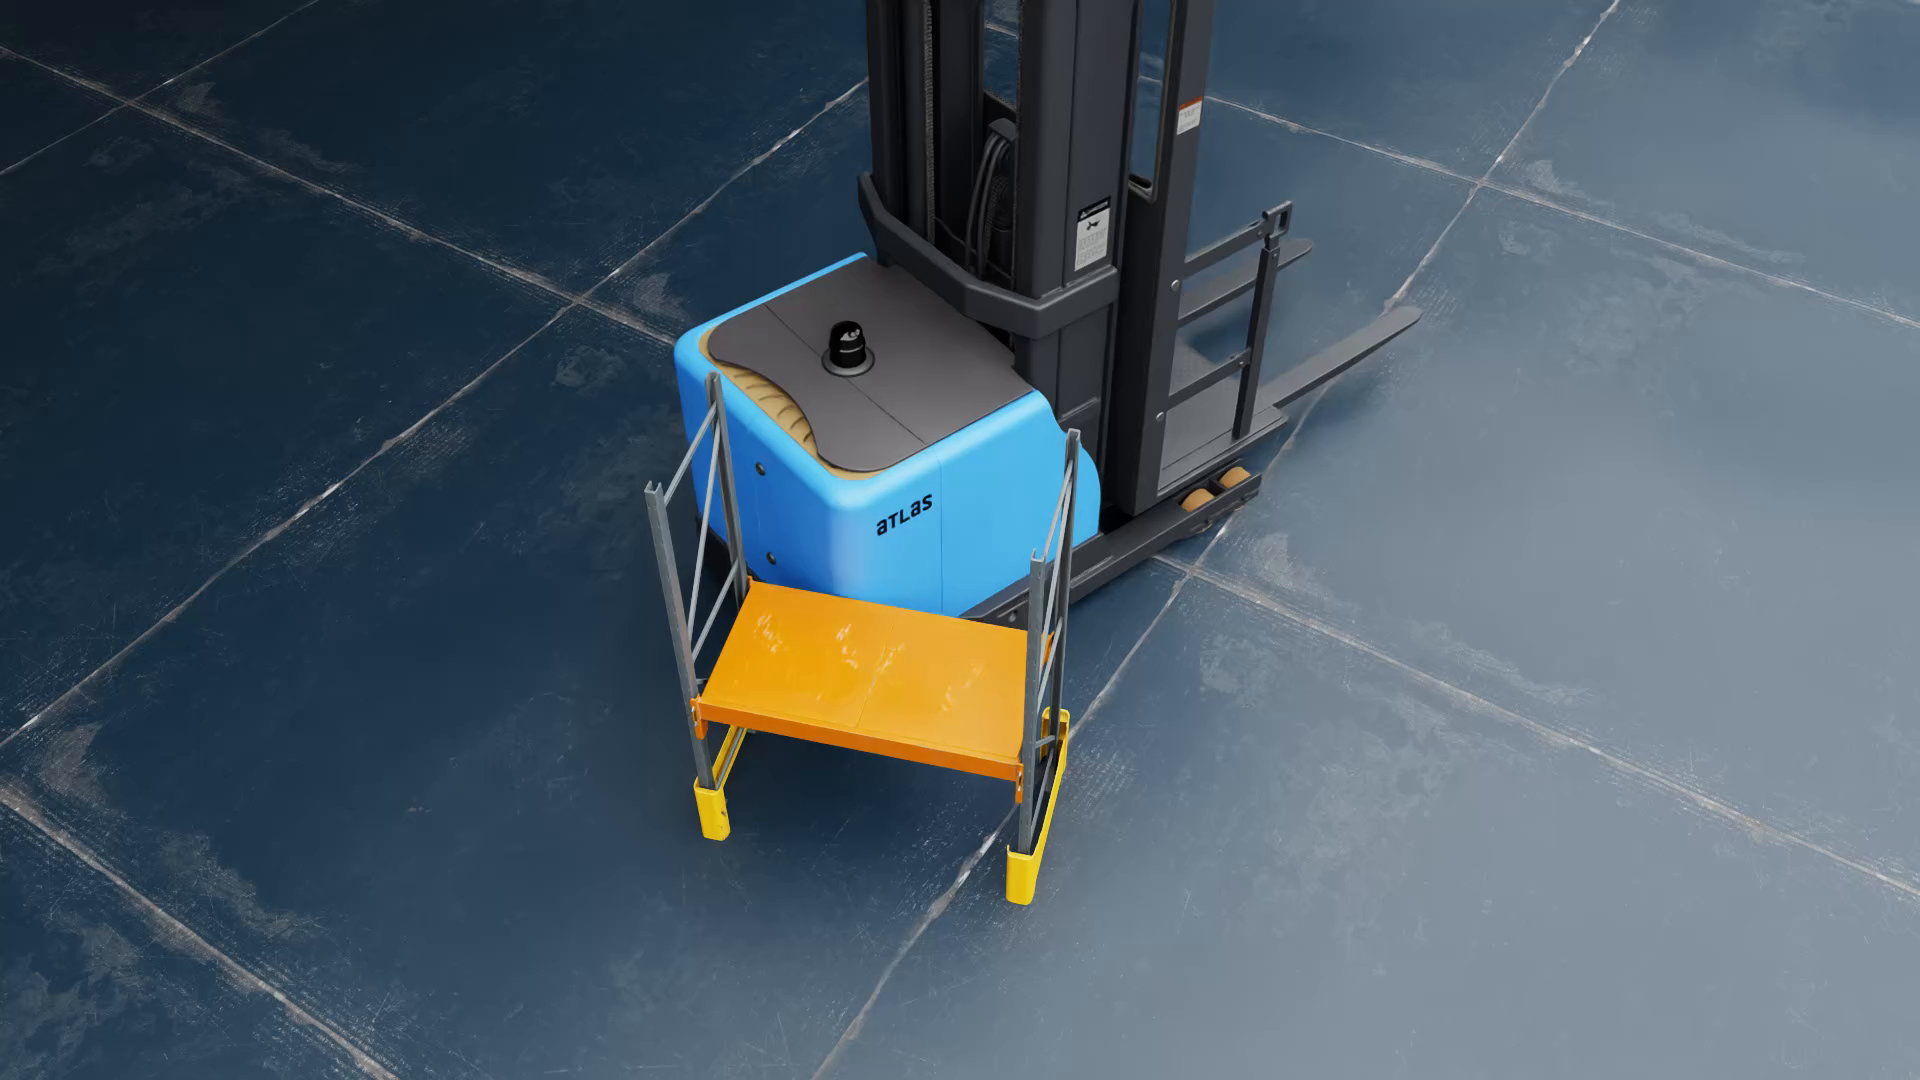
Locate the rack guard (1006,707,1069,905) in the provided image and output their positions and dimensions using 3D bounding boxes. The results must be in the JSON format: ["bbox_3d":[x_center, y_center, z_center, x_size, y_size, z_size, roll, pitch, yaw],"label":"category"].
[{"bbox_3d":[0.247,0.836,5.264,0.087,0.250,0.587,10,47,10],"label":"rack guard"}]

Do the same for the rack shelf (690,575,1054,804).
[{"bbox_3d":[-0.246,0.439,5.028,1.000,0.185,0.538,10,47,10],"label":"rack shelf"}]

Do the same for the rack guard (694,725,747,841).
[{"bbox_3d":[-0.721,0.666,5.429,0.087,0.250,0.587,10,47,10],"label":"rack guard"}]

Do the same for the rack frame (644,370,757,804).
[{"bbox_3d":[-0.739,0.227,4.984,0.032,1.500,0.500,10,47,10],"label":"rack frame"}]

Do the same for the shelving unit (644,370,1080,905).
[{"bbox_3d":[-0.237,0.315,4.898,1.083,1.500,0.587,10,47,10],"label":"shelving unit"}]

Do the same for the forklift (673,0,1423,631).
[{"bbox_3d":[0.520,-1.318,5.487,3.031,2.935,1.130,-30,53,-26],"label":"forklift"}]

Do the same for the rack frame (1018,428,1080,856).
[{"bbox_3d":[0.248,0.400,4.815,0.032,1.500,0.500,10,47,10],"label":"rack frame"}]
